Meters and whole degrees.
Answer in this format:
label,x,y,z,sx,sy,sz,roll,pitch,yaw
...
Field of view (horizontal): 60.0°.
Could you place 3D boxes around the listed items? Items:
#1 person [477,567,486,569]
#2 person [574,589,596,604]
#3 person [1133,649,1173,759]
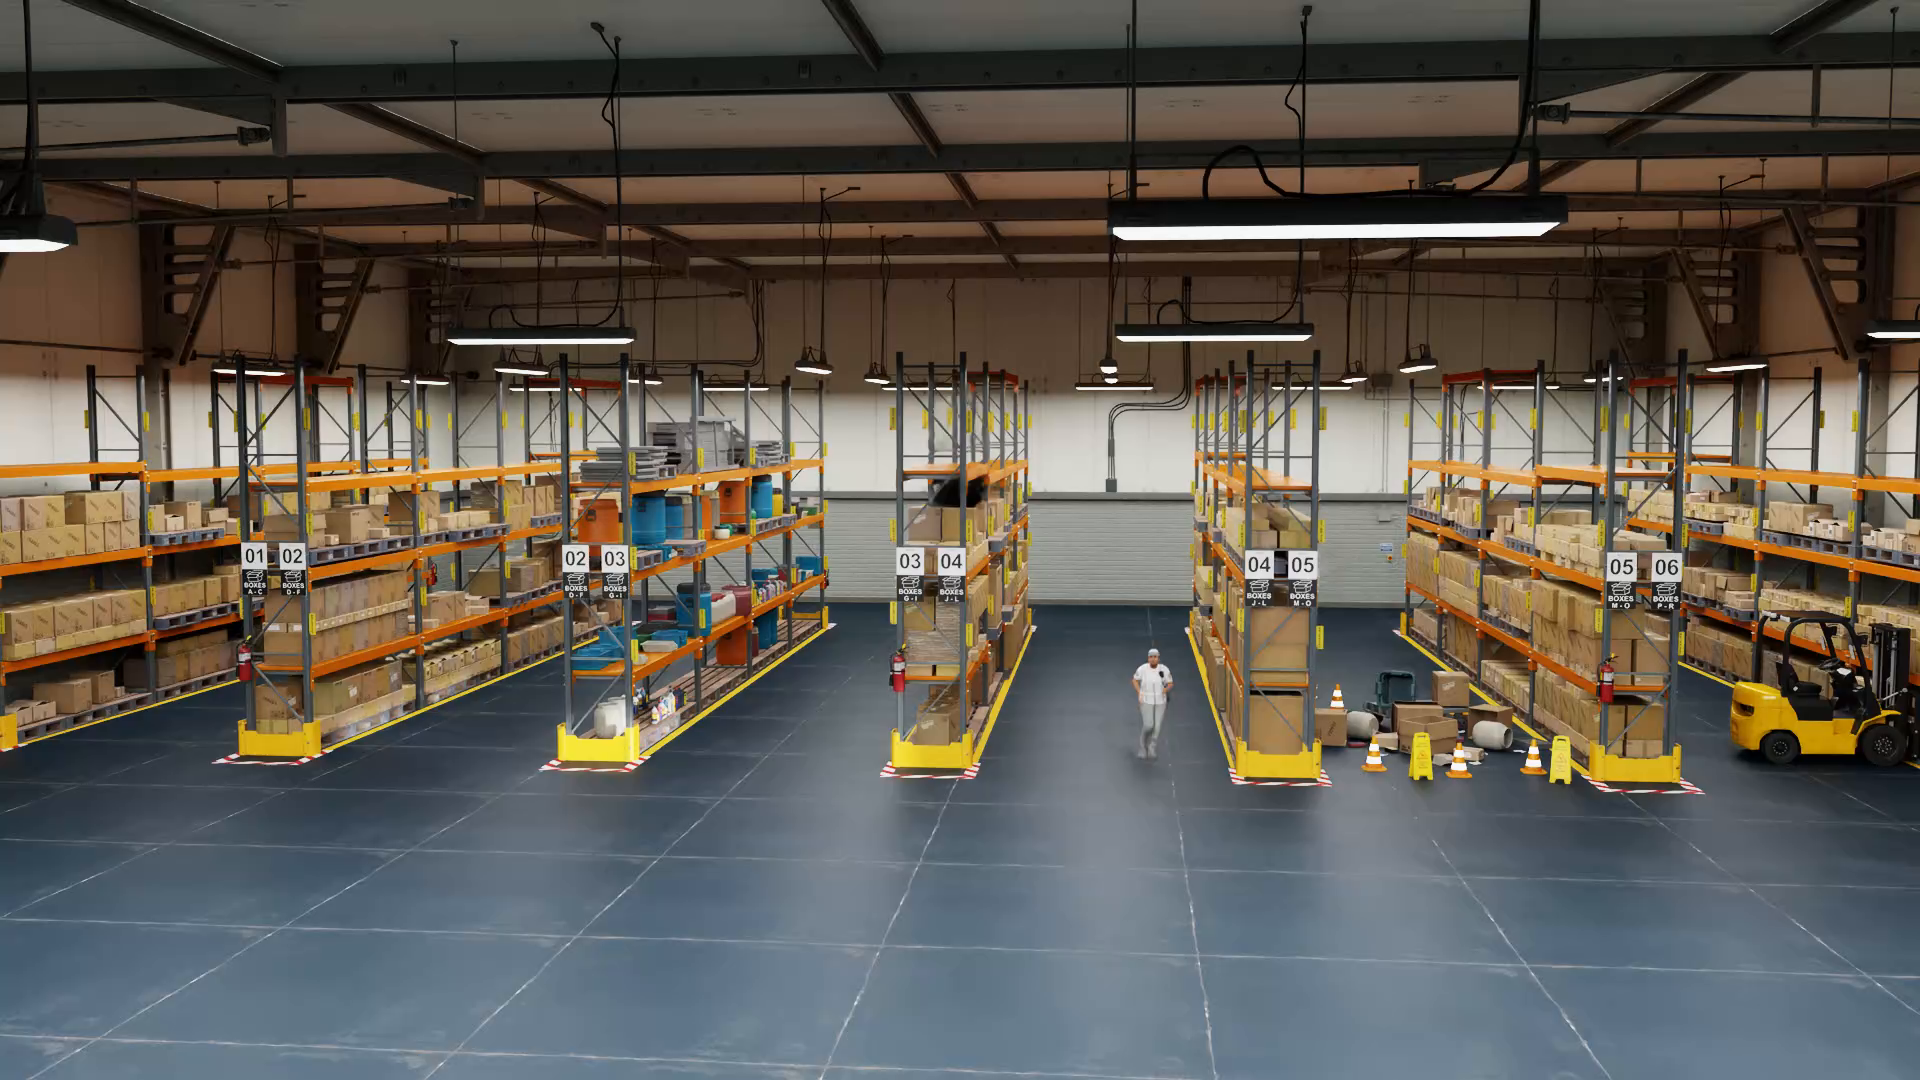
label,x,y,z,sx,sy,sz,roll,pitch,yaw
person,-10.767,1.471,37.477,0.645,1.741,0.608,1,4,8
person,-9.633,1.083,42.599,0.995,1.795,0.694,2,5,28
person,2.876,2.435,24.642,0.580,1.658,0.638,0,4,-2
